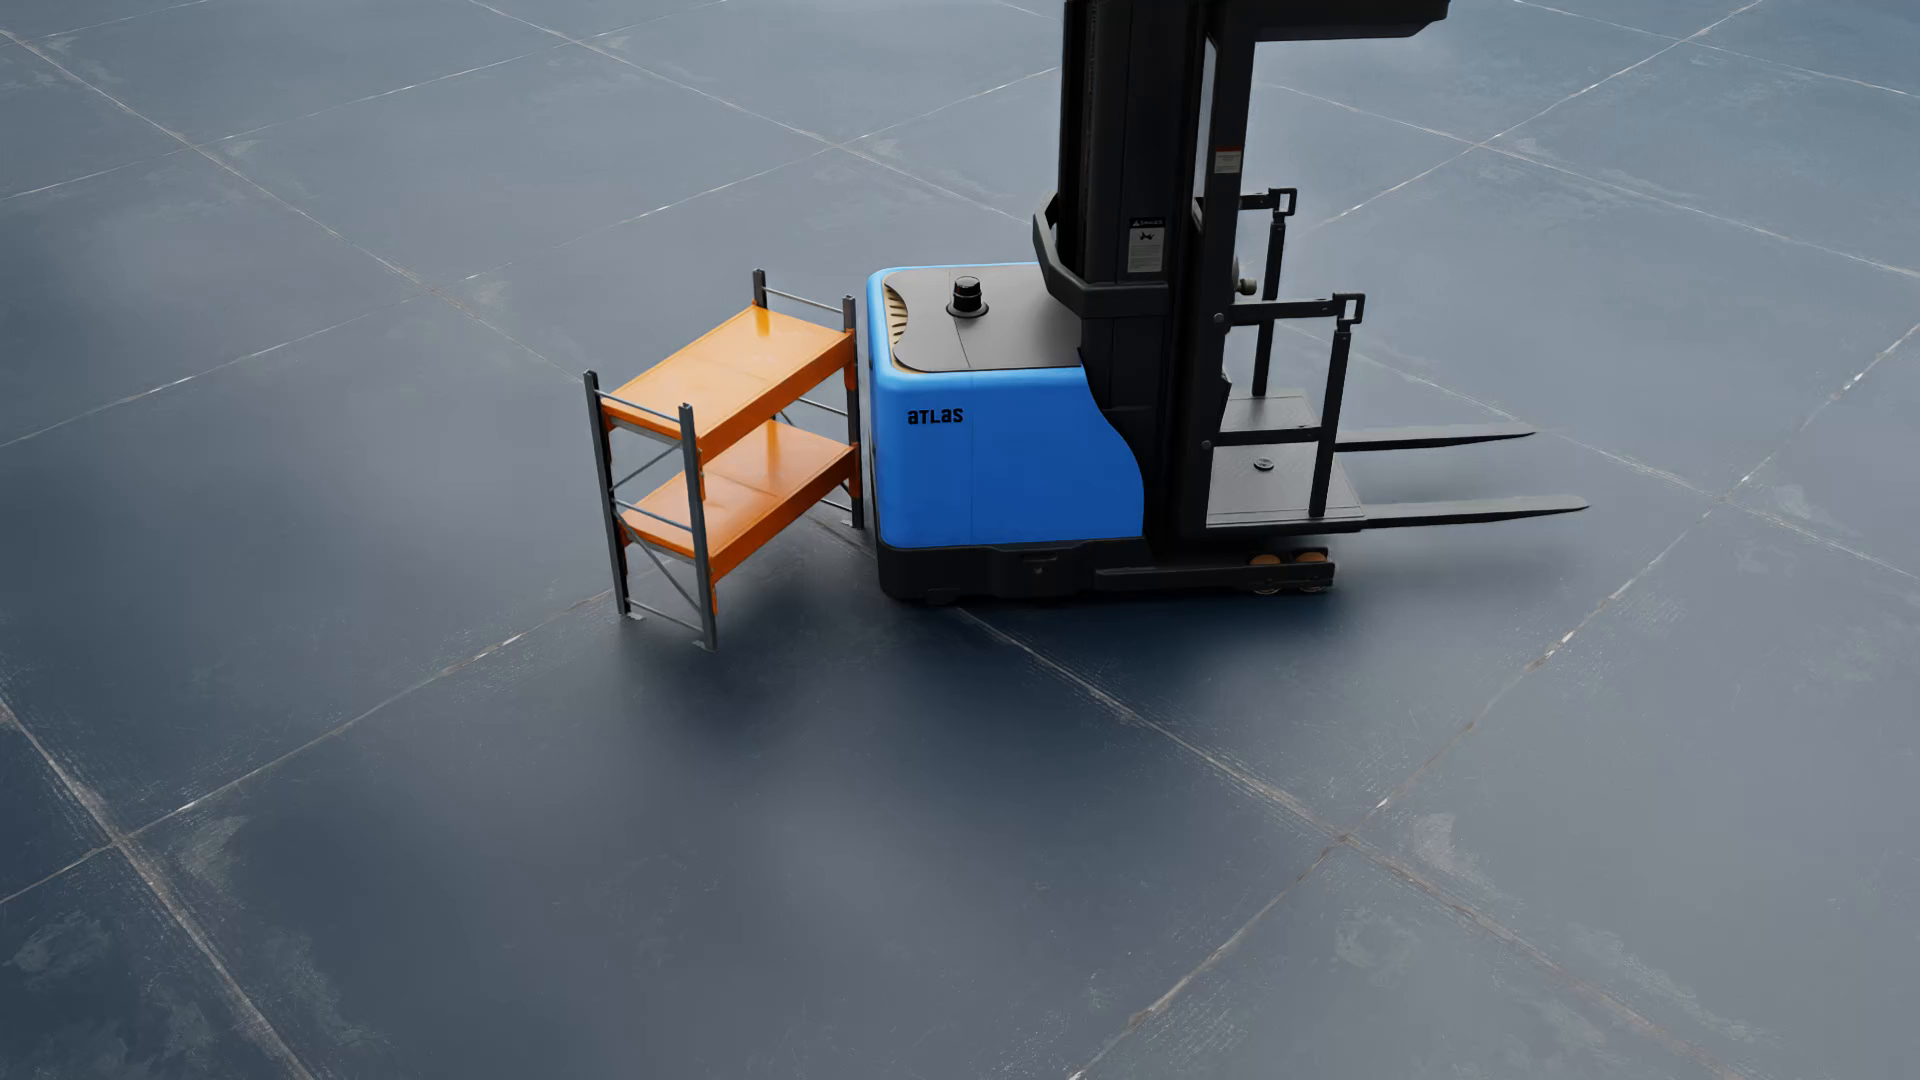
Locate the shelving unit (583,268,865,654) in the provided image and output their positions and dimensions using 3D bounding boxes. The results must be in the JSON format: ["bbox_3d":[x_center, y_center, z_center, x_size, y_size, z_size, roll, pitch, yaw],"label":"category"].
[{"bbox_3d":[-0.911,-0.338,6.752,0.538,1.125,1.048,20,39,26],"label":"shelving unit"}]

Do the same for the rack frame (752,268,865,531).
[{"bbox_3d":[-0.641,-0.585,7.105,0.500,1.125,0.032,20,39,26],"label":"rack frame"}]

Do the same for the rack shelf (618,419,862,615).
[{"bbox_3d":[-0.911,-0.138,6.892,0.538,0.278,1.000,20,39,26],"label":"rack shelf"}]

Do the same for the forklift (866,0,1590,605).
[{"bbox_3d":[1.140,-1.275,6.516,3.031,2.935,1.130,-3,35,-4],"label":"forklift"}]

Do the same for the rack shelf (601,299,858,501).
[{"bbox_3d":[-0.911,-0.578,6.584,0.538,0.278,1.000,20,39,26],"label":"rack shelf"}]

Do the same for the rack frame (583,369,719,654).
[{"bbox_3d":[-1.181,-0.092,6.399,0.500,1.125,0.032,20,39,26],"label":"rack frame"}]
